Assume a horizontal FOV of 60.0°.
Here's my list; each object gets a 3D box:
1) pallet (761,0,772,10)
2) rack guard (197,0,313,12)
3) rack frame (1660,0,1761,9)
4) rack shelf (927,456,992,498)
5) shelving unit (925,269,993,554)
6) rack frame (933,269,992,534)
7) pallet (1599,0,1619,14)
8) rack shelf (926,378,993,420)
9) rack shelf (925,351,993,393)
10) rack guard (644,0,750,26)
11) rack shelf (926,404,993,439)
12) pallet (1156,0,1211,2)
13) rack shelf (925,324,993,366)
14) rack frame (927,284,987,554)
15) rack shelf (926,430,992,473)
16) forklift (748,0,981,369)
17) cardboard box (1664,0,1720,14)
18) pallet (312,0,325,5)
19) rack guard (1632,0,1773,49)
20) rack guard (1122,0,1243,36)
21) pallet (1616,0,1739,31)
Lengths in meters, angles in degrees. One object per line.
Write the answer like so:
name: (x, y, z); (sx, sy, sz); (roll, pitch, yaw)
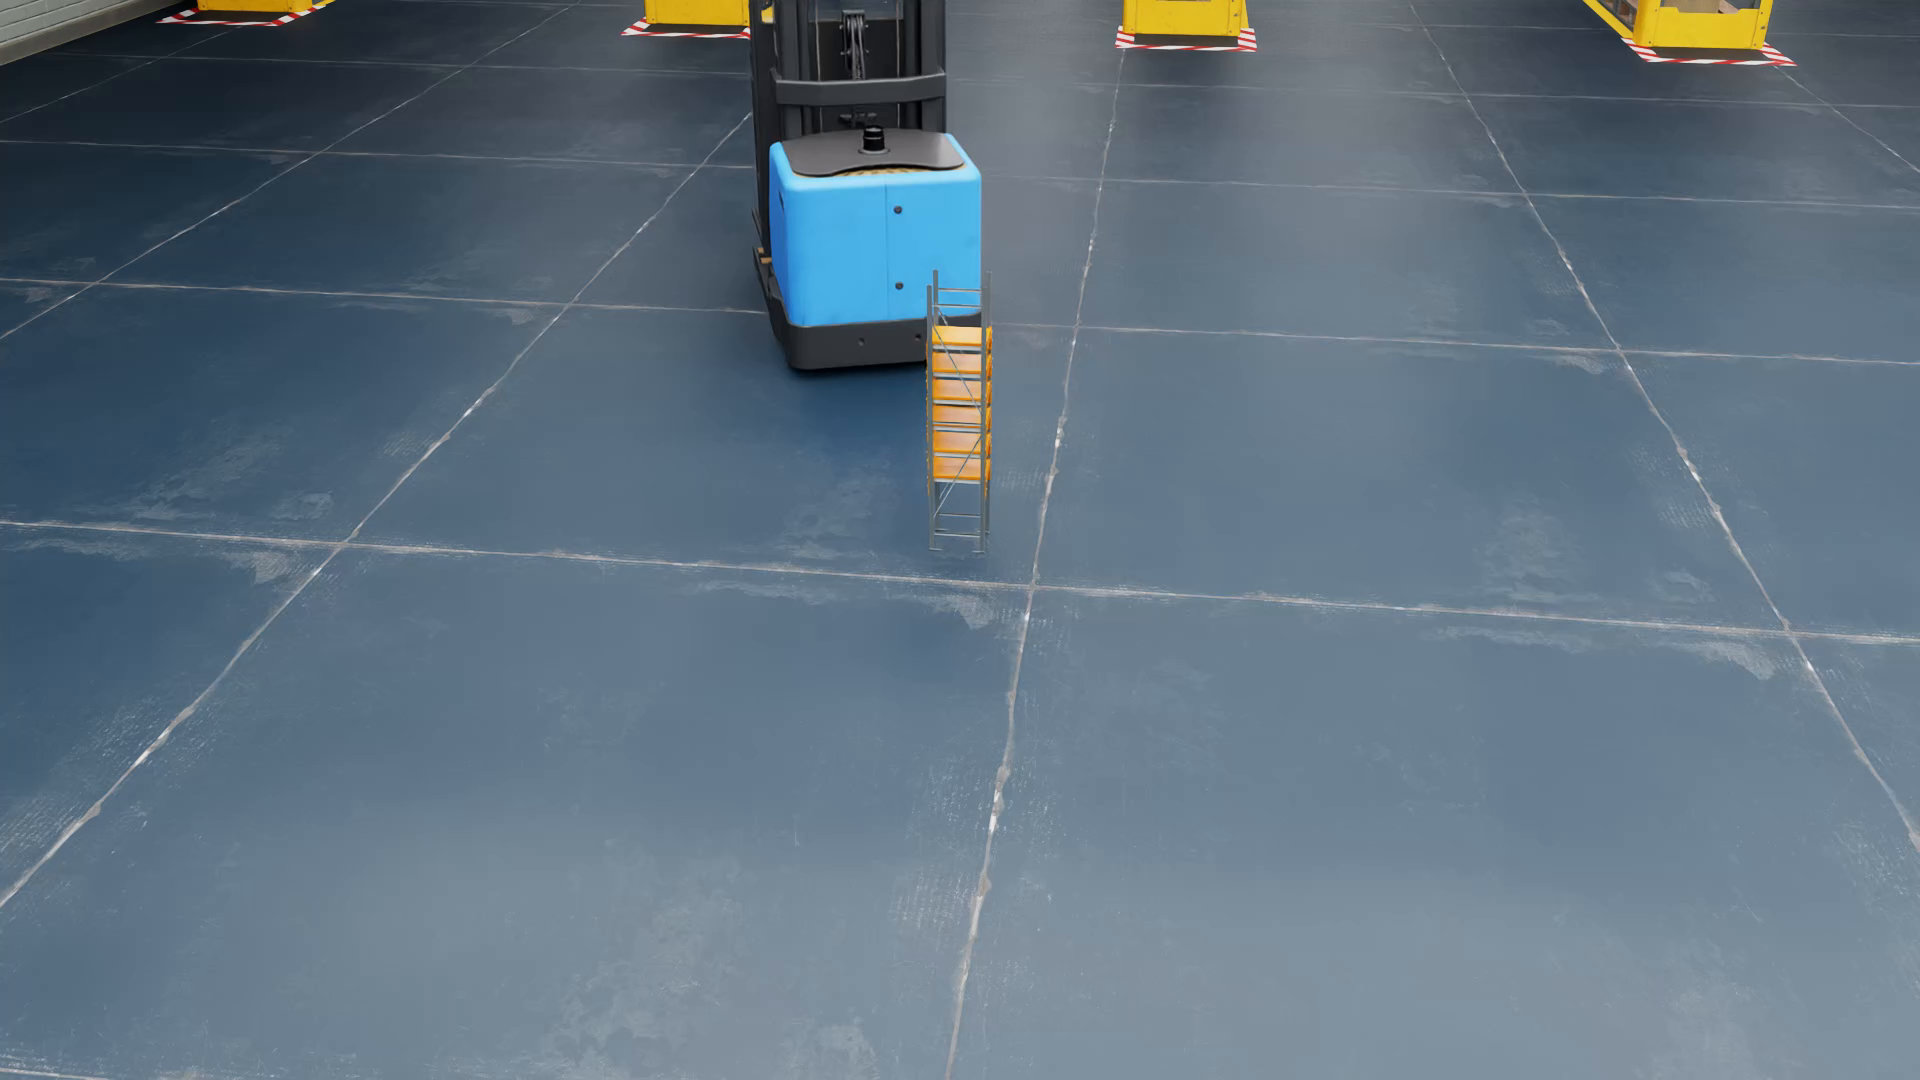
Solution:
pallet: (-2.595, -5.840, 17.867); (1.003, 0.211, 1.213); (3, 28, 6)
rack guard: (-7.555, -5.927, 17.724); (1.175, 0.500, 0.348); (3, 28, 6)
rack frame: (7.184, -6.128, 15.461); (1.000, 3.000, 0.127); (3, 28, 6)
rack shelf: (-0.002, -0.271, 7.088); (0.258, 0.103, 0.180); (3, 28, 6)
shelving unit: (-0.002, -0.521, 6.953); (0.258, 1.200, 0.189); (3, 28, 6)
rack frame: (0.009, -0.564, 7.033); (0.240, 1.200, 0.006); (3, 28, 6)
pallet: (7.480, -5.889, 17.958); (1.003, 0.211, 1.213); (3, 28, 6)
rack shelf: (-0.002, -0.588, 6.917); (0.258, 0.103, 0.180); (3, 28, 6)
rack shelf: (-0.002, -0.694, 6.860); (0.258, 0.103, 0.180); (3, 28, 6)
rack guard: (-2.650, -5.593, 17.105); (1.175, 0.500, 0.348); (3, 28, 6)
rack shelf: (-0.002, -0.482, 6.974); (0.258, 0.103, 0.180); (3, 28, 6)
pallet: (2.336, -5.608, 17.438); (1.003, 0.211, 1.213); (3, 28, 6)
rack shelf: (-0.002, -0.799, 6.803); (0.258, 0.103, 0.180); (3, 28, 6)
rack frame: (-0.013, -0.478, 6.873); (0.240, 1.200, 0.006); (3, 28, 6)
rack shelf: (-0.002, -0.377, 7.031); (0.258, 0.103, 0.180); (3, 28, 6)
forklift: (-0.669, -2.870, 9.487); (1.130, 2.935, 3.031); (-5, 29, -10)
cardboard box: (7.277, -5.505, 16.498); (0.500, 0.500, 0.500); (9, 30, 16)
pallet: (-7.420, -6.180, 18.498); (1.003, 0.211, 1.213); (3, 28, 6)
rack guard: (7.193, -5.063, 16.121); (1.175, 0.500, 0.348); (3, 28, 6)
rack guard: (2.231, -5.354, 16.660); (1.175, 0.500, 0.348); (3, 28, 6)
pallet: (7.328, -5.316, 16.895); (1.003, 0.211, 1.213); (3, 28, 6)
